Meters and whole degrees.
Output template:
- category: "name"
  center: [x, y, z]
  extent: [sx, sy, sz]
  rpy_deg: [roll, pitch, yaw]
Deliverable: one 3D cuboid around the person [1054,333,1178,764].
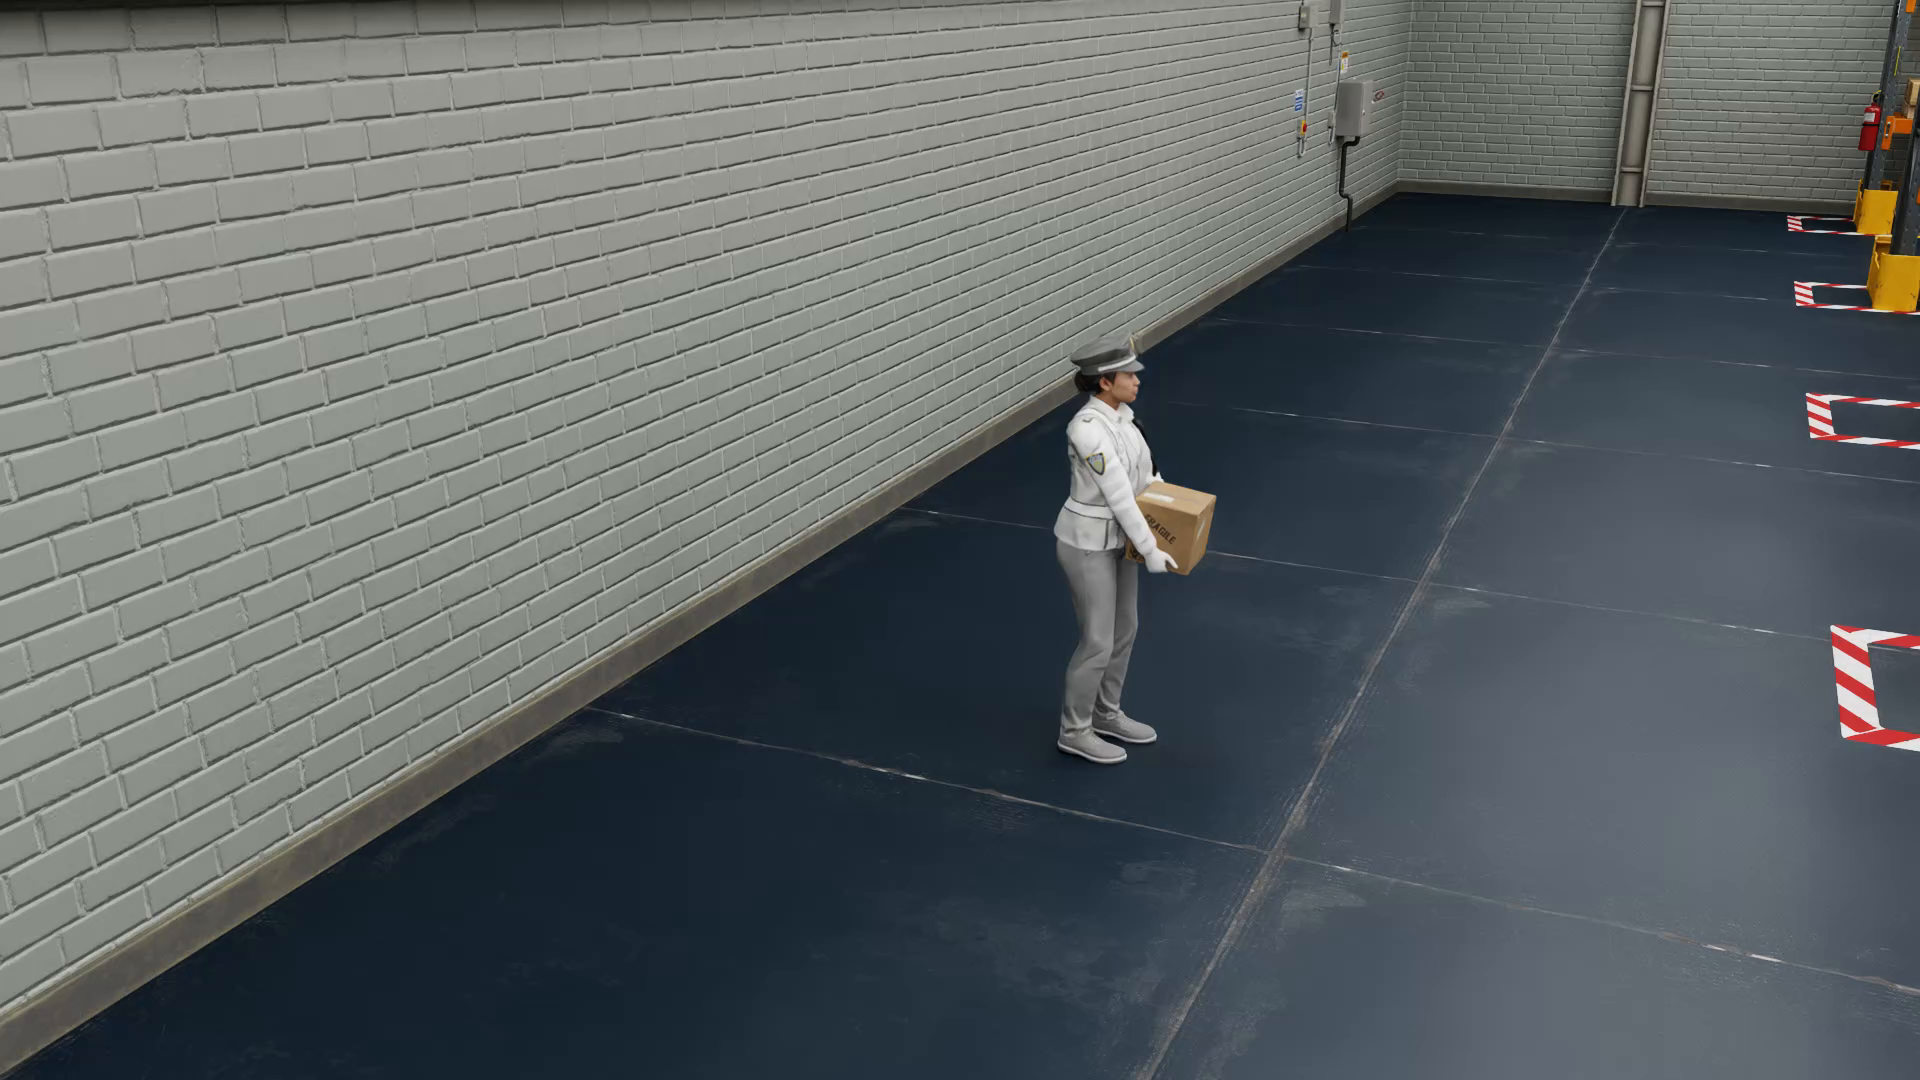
- category: "person"
  center: [0.633, 0.035, 6.444]
  extent: [0.521, 1.687, 0.416]
  rpy_deg: [8, 21, 22]
